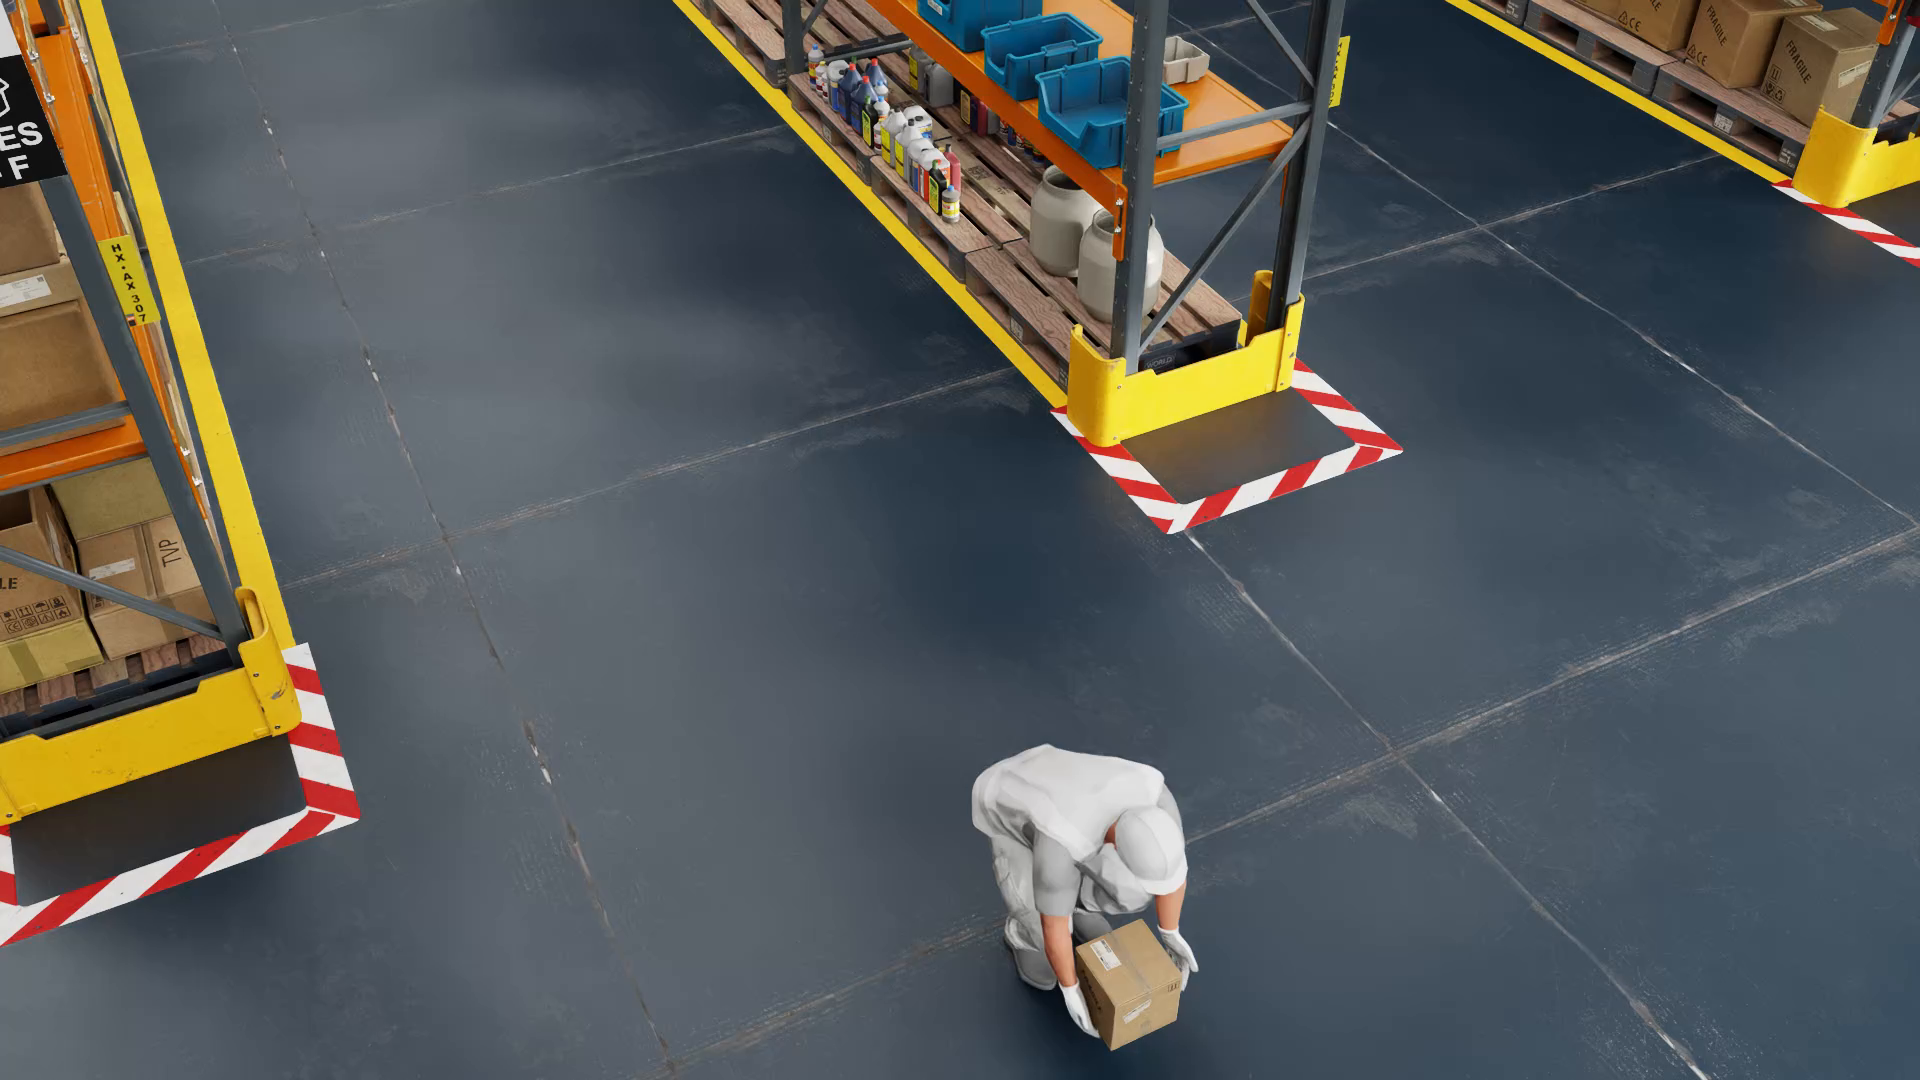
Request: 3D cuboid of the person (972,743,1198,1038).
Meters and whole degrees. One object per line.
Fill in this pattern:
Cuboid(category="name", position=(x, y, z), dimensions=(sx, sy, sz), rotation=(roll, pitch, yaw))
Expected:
Cuboid(category="person", position=(0.406, 1.056, 5.484), dimensions=(0.570, 1.056, 0.867), rotation=(-19, 44, -21))
